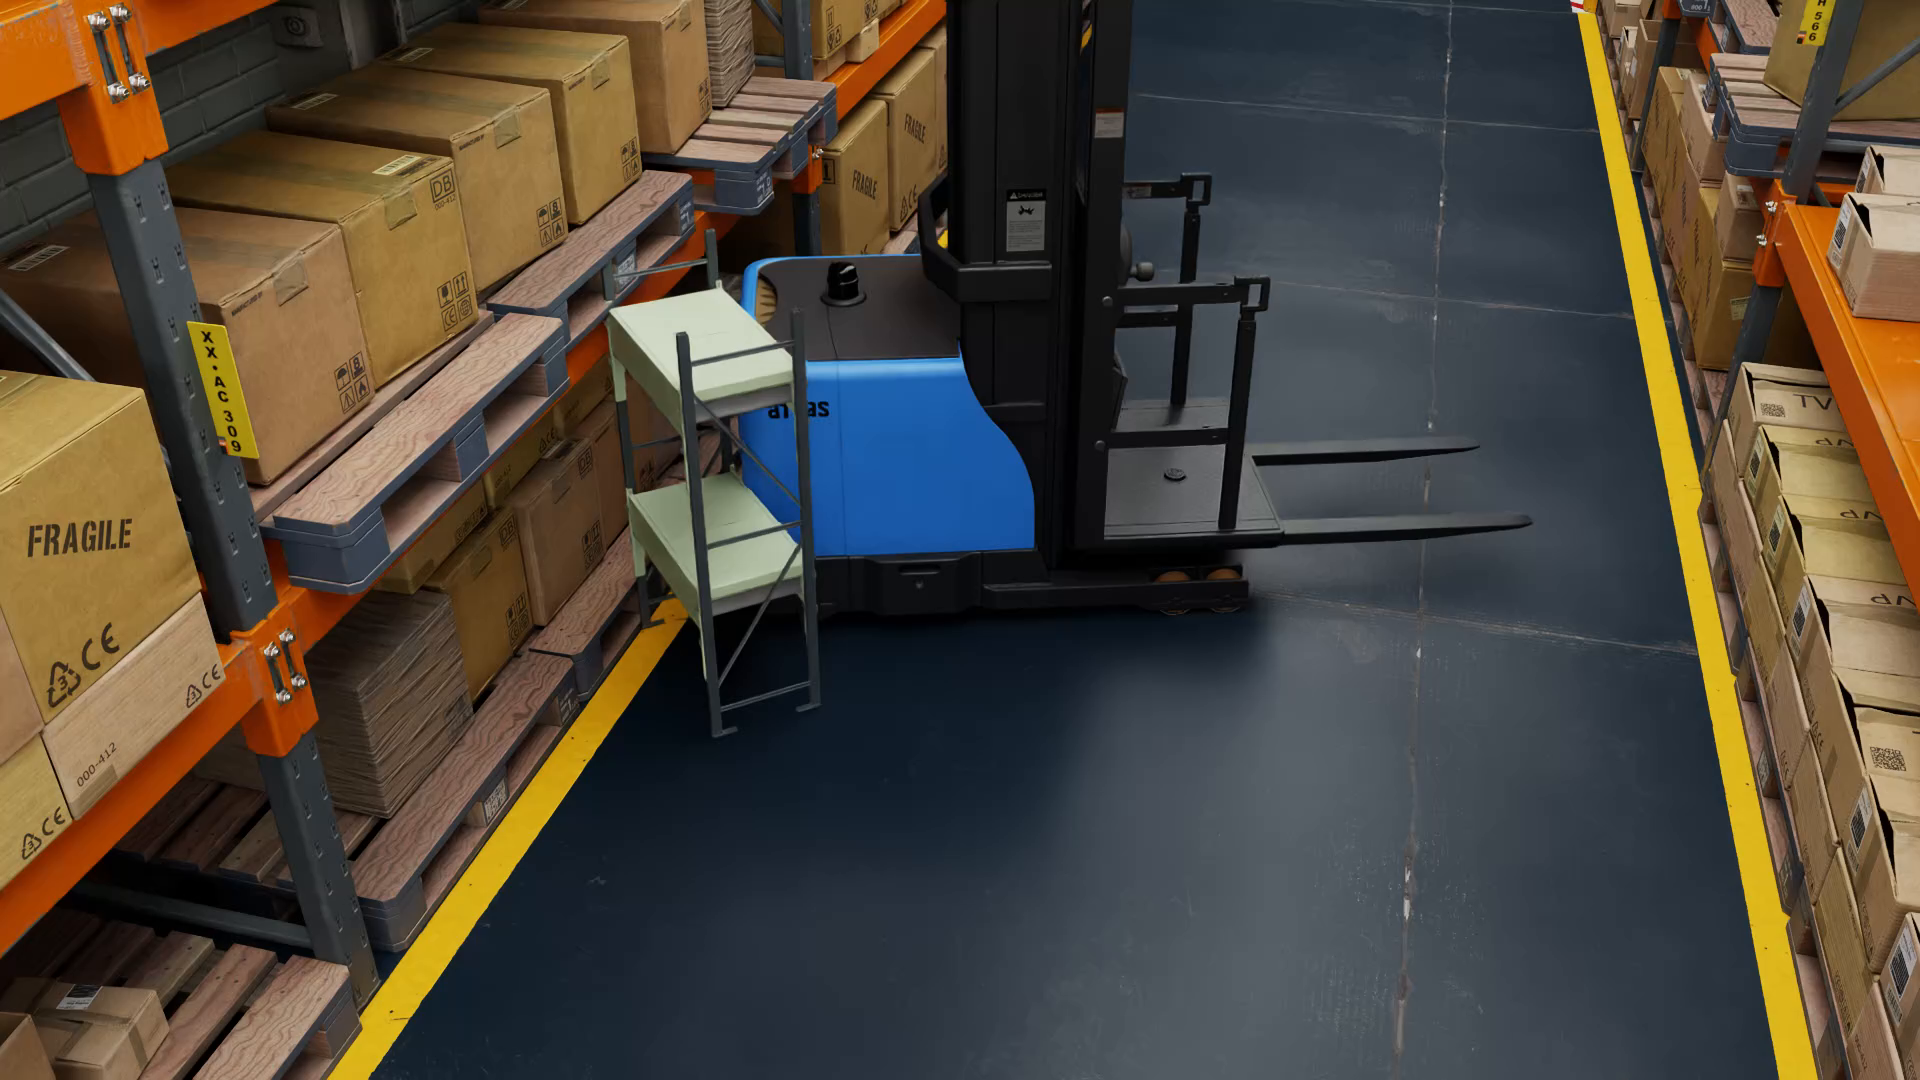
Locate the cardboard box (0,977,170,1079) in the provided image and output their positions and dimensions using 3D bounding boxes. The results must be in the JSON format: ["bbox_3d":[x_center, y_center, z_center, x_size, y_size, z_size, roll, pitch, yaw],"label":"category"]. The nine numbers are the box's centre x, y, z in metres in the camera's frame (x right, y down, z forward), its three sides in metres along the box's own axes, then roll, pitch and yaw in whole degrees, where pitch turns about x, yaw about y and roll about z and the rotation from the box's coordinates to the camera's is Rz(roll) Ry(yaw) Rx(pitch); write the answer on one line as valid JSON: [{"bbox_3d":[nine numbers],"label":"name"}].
[{"bbox_3d":[-2.258,1.260,4.203,0.380,0.166,0.250,4,33,6],"label":"cardboard box"}]

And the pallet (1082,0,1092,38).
[{"bbox_3d":[0.455,-4.026,12.886,1.003,0.211,1.213,8,33,12],"label":"pallet"}]

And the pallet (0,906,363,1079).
[{"bbox_3d":[-2.287,1.498,4.197,1.003,0.211,1.213,8,33,12],"label":"pallet"}]

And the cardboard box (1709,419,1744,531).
[{"bbox_3d":[3.239,-0.220,6.472,0.500,0.250,0.500,8,33,12],"label":"cardboard box"}]

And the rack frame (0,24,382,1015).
[{"bbox_3d":[-2.151,-0.032,4.004,1.000,3.000,0.127,8,33,12],"label":"rack frame"}]

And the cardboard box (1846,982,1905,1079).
[{"bbox_3d":[2.466,1.369,3.972,0.500,0.250,0.500,8,33,12],"label":"cardboard box"}]

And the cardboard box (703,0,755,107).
[{"bbox_3d":[-1.246,-2.090,6.739,0.700,0.500,0.500,4,33,7],"label":"cardboard box"}]

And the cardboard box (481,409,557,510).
[{"bbox_3d":[-1.744,-0.363,5.746,0.500,0.250,0.500,7,33,11],"label":"cardboard box"}]

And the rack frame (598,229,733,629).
[{"bbox_3d":[-1.007,-0.357,5.899,0.400,1.500,0.023,-15,35,-24],"label":"rack frame"}]

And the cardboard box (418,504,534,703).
[{"bbox_3d":[-1.898,0.178,5.594,0.700,0.500,0.500,7,33,11],"label":"cardboard box"}]

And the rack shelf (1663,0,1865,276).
[{"bbox_3d":[4.164,-2.169,8.037,1.077,0.370,4.000,8,33,12],"label":"rack shelf"}]

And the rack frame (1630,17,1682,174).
[{"bbox_3d":[4.671,-3.511,9.477,1.000,3.000,0.127,8,33,12],"label":"rack frame"}]

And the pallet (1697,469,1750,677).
[{"bbox_3d":[3.410,0.164,6.296,1.003,0.211,1.213,8,33,12],"label":"pallet"}]

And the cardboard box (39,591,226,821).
[{"bbox_3d":[-1.978,0.310,3.588,0.500,0.250,0.500,8,33,12],"label":"cardboard box"}]

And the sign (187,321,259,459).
[{"bbox_3d":[-1.624,-0.327,3.662,0.100,0.325,0.005,8,33,12],"label":"sign"}]

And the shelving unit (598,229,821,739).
[{"bbox_3d":[-0.834,-0.185,5.626,0.431,1.500,0.755,-15,35,-24],"label":"shelving unit"}]

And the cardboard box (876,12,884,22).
[{"bbox_3d":[-0.605,-2.688,8.399,0.380,0.149,0.250,9,33,13],"label":"cardboard box"}]

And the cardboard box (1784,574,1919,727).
[{"bbox_3d":[2.853,0.348,5.055,0.500,0.311,0.500,8,33,12],"label":"cardboard box"}]

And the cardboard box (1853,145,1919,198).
[{"bbox_3d":[3.522,-1.215,5.948,0.500,0.311,0.500,10,34,15],"label":"cardboard box"}]

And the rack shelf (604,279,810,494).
[{"bbox_3d":[-0.831,-0.517,5.420,0.431,0.370,0.720,-15,35,-24],"label":"rack shelf"}]

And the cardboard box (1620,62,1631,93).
[{"bbox_3d":[4.579,-3.030,10.968,0.380,0.149,0.250,8,33,12],"label":"cardboard box"}]

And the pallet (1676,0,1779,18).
[{"bbox_3d":[4.363,-3.030,8.899,1.003,0.211,1.213,8,33,12],"label":"pallet"}]

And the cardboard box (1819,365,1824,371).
[{"bbox_3d":[4.176,-1.036,7.503,0.500,0.500,0.500,7,33,11],"label":"cardboard box"}]

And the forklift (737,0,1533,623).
[{"bbox_3d":[0.687,-1.234,5.959,3.031,2.935,1.130,-2,33,-4],"label":"forklift"}]

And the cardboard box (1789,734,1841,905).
[{"bbox_3d":[2.726,0.841,4.802,0.500,0.250,0.500,9,33,13],"label":"cardboard box"}]

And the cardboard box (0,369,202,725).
[{"bbox_3d":[-1.972,-0.006,3.386,0.500,0.500,0.500,8,33,12],"label":"cardboard box"}]

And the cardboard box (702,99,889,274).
[{"bbox_3d":[-0.823,-1.741,8.306,0.750,0.750,0.750,8,33,12],"label":"cardboard box"}]

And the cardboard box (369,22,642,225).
[{"bbox_3d":[-1.540,-1.441,5.717,0.700,0.500,0.500,8,33,12],"label":"cardboard box"}]

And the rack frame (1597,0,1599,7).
[{"bbox_3d":[5.687,-5.587,12.742,1.000,3.000,0.127,8,33,12],"label":"rack frame"}]

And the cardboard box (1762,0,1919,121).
[{"bbox_3d":[3.707,-1.997,6.610,0.700,0.500,0.500,-3,33,-4],"label":"cardboard box"}]

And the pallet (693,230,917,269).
[{"bbox_3d":[-0.863,-1.330,8.645,1.003,0.211,1.213,8,33,12],"label":"pallet"}]

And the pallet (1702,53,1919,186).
[{"bbox_3d":[3.760,-1.715,6.831,1.213,0.211,1.003,8,33,12],"label":"pallet"}]

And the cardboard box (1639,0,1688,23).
[{"bbox_3d":[5.143,-3.619,11.563,0.797,0.503,0.637,8,33,12],"label":"cardboard box"}]

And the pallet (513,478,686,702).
[{"bbox_3d":[-1.647,0.106,6.387,1.003,0.211,1.213,8,33,12],"label":"pallet"}]

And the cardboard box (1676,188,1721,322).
[{"bbox_3d":[3.798,-1.352,8.000,0.500,0.500,0.500,7,33,11],"label":"cardboard box"}]

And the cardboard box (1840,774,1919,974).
[{"bbox_3d":[2.593,0.867,4.239,0.500,0.311,0.500,9,34,14],"label":"cardboard box"}]

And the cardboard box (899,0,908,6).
[{"bbox_3d":[-0.450,-2.947,8.805,0.380,0.149,0.250,8,33,13],"label":"cardboard box"}]

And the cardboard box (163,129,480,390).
[{"bbox_3d":[-1.840,-0.808,4.722,0.700,0.500,0.500,11,34,17],"label":"cardboard box"}]

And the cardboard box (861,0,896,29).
[{"bbox_3d":[-0.623,-2.772,7.925,0.500,0.500,0.500,9,34,14],"label":"cardboard box"}]

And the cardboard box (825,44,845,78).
[{"bbox_3d":[-0.756,-2.279,7.754,0.380,0.149,0.250,8,33,13],"label":"cardboard box"}]

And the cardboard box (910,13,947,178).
[{"bbox_3d":[-0.383,-2.637,9.714,0.750,0.750,0.750,9,34,14],"label":"cardboard box"}]

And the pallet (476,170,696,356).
[{"bbox_3d":[-1.599,-0.994,5.696,1.003,0.211,1.213,8,33,12],"label":"pallet"}]

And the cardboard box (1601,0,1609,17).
[{"bbox_3d":[5.147,-4.109,12.570,0.500,0.250,0.500,8,33,12],"label":"cardboard box"}]

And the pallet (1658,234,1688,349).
[{"bbox_3d":[4.194,-1.272,8.554,1.003,0.211,1.213,8,33,12],"label":"pallet"}]

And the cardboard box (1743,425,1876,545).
[{"bbox_3d":[3.114,-0.183,5.891,0.500,0.311,0.500,7,33,11],"label":"cardboard box"}]

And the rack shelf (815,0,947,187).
[{"bbox_3d":[-0.629,-2.842,9.095,1.077,0.370,4.000,8,33,12],"label":"rack shelf"}]

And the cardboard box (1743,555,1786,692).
[{"bbox_3d":[2.987,0.311,5.636,0.500,0.250,0.500,7,33,11],"label":"cardboard box"}]

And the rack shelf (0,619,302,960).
[{"bbox_3d":[-2.659,1.310,2.565,1.077,0.370,4.000,8,33,12],"label":"rack shelf"}]

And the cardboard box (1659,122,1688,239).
[{"bbox_3d":[4.054,-1.887,8.842,0.500,0.500,0.500,8,33,13],"label":"cardboard box"}]

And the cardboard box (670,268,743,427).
[{"bbox_3d":[-1.268,-0.858,7.223,0.700,0.500,0.500,8,33,13],"label":"cardboard box"}]

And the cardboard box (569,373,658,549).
[{"bbox_3d":[-1.610,-0.345,6.416,0.700,0.500,0.500,8,33,12],"label":"cardboard box"}]

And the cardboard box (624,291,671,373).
[{"bbox_3d":[-1.474,-0.887,6.570,0.500,0.250,0.500,9,33,13],"label":"cardboard box"}]

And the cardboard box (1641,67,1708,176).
[{"bbox_3d":[4.313,-2.424,9.687,0.500,0.500,0.500,7,33,10],"label":"cardboard box"}]

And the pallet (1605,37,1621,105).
[{"bbox_3d":[5.154,-3.325,11.784,1.003,0.211,1.213,8,33,12],"label":"pallet"}]

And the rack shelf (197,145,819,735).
[{"bbox_3d":[-1.644,-0.766,5.830,1.077,0.370,4.000,8,33,12],"label":"rack shelf"}]

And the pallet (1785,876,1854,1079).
[{"bbox_3d":[2.790,1.430,4.304,1.003,0.211,1.213,8,33,12],"label":"pallet"}]

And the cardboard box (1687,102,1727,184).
[{"bbox_3d":[3.932,-1.961,8.260,0.500,0.250,0.500,7,33,11],"label":"cardboard box"}]
